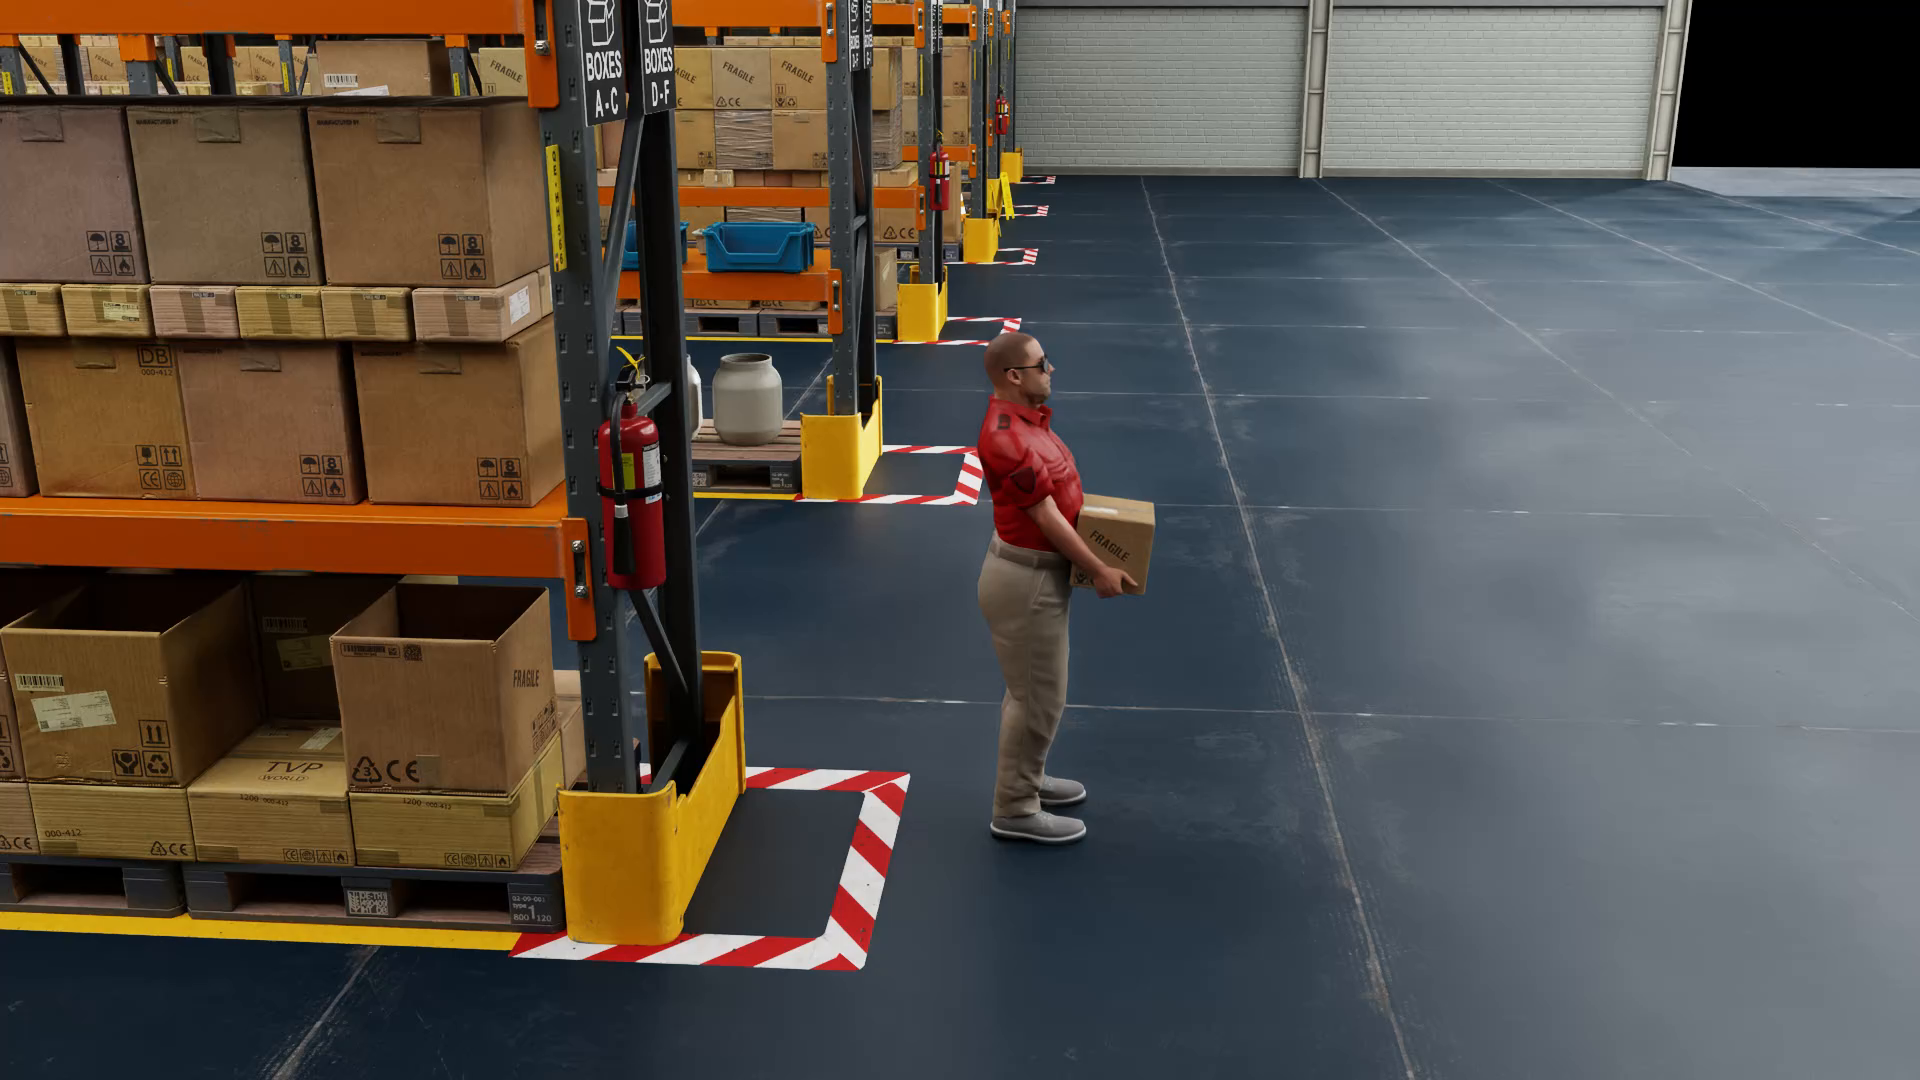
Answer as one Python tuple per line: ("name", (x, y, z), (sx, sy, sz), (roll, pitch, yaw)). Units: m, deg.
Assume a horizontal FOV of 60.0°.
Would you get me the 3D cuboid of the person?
("person", (0.331, 0.153, 5.610), (0.530, 1.714, 0.494), (2, 17, 5))
